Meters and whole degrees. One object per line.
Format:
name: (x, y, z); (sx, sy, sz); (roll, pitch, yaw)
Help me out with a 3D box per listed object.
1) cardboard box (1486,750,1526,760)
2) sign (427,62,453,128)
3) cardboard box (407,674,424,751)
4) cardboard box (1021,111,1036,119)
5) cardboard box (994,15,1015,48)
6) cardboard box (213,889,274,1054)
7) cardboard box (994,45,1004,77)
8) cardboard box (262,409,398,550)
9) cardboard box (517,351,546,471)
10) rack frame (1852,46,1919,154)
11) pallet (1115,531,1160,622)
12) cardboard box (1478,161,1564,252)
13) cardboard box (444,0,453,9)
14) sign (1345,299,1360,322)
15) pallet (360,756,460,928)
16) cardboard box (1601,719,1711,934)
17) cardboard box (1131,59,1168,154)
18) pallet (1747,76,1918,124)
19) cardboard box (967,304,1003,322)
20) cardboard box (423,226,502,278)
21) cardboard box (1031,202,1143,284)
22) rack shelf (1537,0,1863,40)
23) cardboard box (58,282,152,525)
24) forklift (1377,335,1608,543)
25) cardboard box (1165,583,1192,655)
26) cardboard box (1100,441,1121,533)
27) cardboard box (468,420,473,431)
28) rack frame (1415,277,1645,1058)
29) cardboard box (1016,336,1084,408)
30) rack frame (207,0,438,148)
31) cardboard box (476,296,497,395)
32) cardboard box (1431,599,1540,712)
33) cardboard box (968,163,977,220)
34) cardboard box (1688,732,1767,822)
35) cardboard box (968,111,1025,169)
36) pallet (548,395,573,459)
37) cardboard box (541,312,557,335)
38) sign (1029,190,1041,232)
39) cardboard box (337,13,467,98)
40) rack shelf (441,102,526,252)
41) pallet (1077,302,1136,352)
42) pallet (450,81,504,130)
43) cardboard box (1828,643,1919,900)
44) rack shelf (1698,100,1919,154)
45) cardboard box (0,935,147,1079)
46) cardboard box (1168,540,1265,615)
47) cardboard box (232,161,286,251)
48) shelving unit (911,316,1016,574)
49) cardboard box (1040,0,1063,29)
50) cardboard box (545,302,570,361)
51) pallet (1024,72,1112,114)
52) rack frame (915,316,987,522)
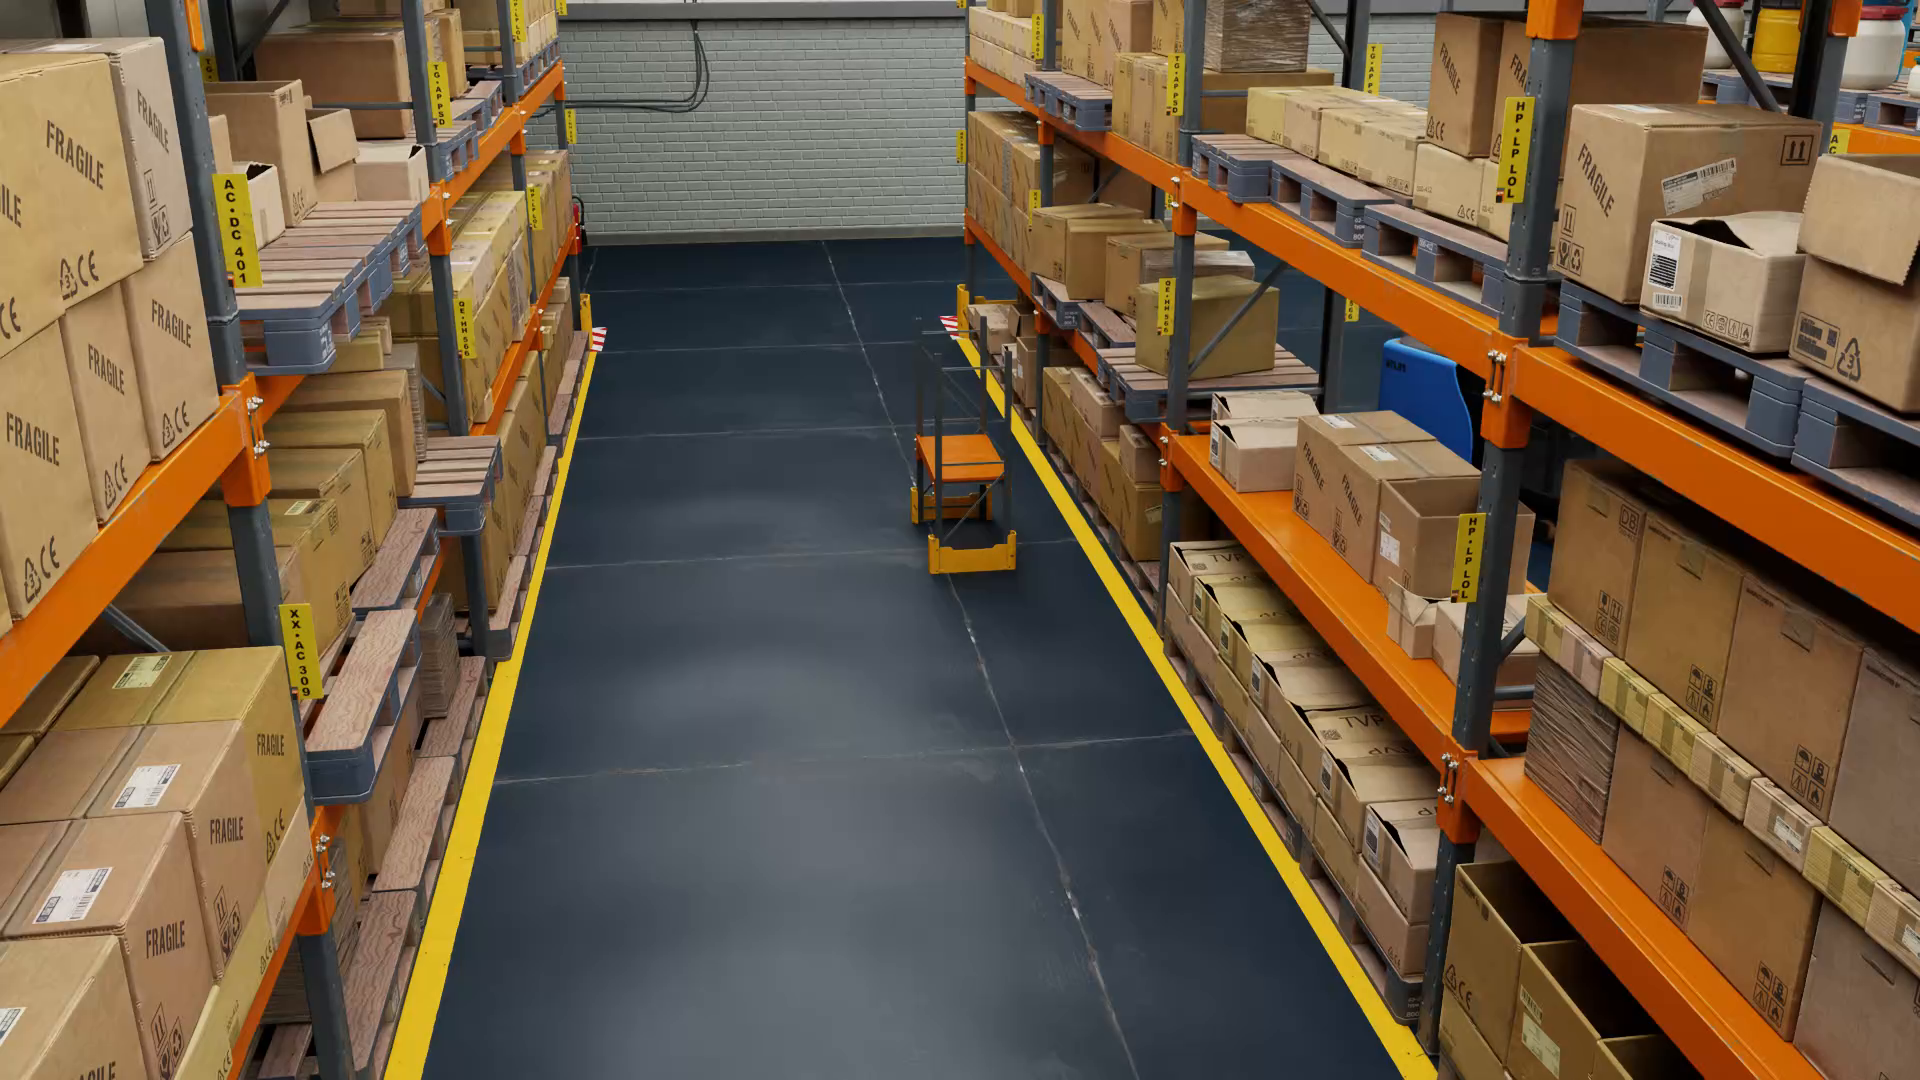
cardboard box: (2.405, 1.038, 7.179); (0.500, 0.311, 0.500); (-3, 21, -8)
sign: (-2.655, -2.270, 8.480); (0.100, 0.325, 0.005); (-3, 21, -8)
cardboard box: (-3.078, 0.800, 8.230); (0.700, 0.500, 0.500); (-3, 21, -8)
cardboard box: (0.892, -3.992, 16.544); (0.500, 0.500, 0.500); (-3, 21, -8)
cardboard box: (0.584, -4.475, 14.623); (0.500, 0.250, 0.500); (-3, 21, -8)
cardboard box: (-2.184, 1.172, 4.477); (0.500, 0.250, 0.500); (-3, 21, -8)
cardboard box: (0.589, -4.241, 14.712); (0.500, 0.250, 0.500); (-3, 21, -8)
cardboard box: (-2.913, -0.256, 7.343); (0.700, 0.500, 0.500); (-3, 21, -8)
cardboard box: (-3.547, -0.952, 12.449); (0.750, 0.750, 0.750); (-3, 21, -7)
rack frame: (10.359, -4.115, 18.446); (1.000, 3.000, 0.127); (-3, 21, -8)
pallet: (1.639, 0.199, 10.881); (1.003, 0.211, 1.213); (-3, 21, -8)
cardboard box: (2.206, -1.207, 5.988); (0.500, 0.250, 0.500); (-1, 20, -2)
cardboard box: (-4.101, -4.140, 12.627); (0.500, 0.500, 0.500); (-3, 21, -8)
sign: (2.257, -1.418, 9.571); (0.100, 0.325, 0.005); (-3, 21, -8)
pallet: (-2.909, 1.403, 7.658); (1.003, 0.211, 1.213); (-3, 21, -8)
cardboard box: (2.438, 0.827, 5.072); (0.700, 0.500, 0.500); (-3, 21, -8)
cardboard box: (1.539, -2.625, 10.026); (0.910, 0.500, 0.500); (-3, 21, -8)
pallet: (6.410, -3.138, 11.813); (1.003, 0.211, 1.213); (-3, 21, -8)
cardboard box: (0.276, -2.325, 17.099); (0.380, 0.149, 0.250); (-3, 21, -8)
cardboard box: (-3.237, -1.848, 10.708); (0.500, 0.250, 0.500); (-3, 21, -9)
cardboard box: (0.979, -2.300, 12.844); (0.700, 0.500, 0.500); (-10, 23, -26)
rack shelf: (2.574, -1.055, 3.280); (1.077, 0.370, 4.000); (-3, 21, -8)
cardboard box: (-2.238, -0.334, 3.864); (0.500, 0.500, 0.500); (-5, 21, -12)
forklift: (4.392, -1.535, 11.638); (1.130, 2.935, 3.031); (-11, 23, -27)
cardboard box: (1.494, 0.441, 9.578); (0.500, 0.250, 0.500); (-3, 21, -8)
cardboard box: (1.267, -0.373, 11.371); (0.500, 0.500, 0.500); (-4, 21, -10)
cardboard box: (-3.039, -0.701, 9.635); (0.380, 0.149, 0.250); (-3, 21, -7)
rack frame: (2.285, 0.538, 5.988); (1.000, 3.000, 0.127); (-3, 21, -8)
cardboard box: (0.769, -1.450, 14.254); (0.500, 0.500, 0.500); (-3, 21, -8)
rack frame: (-3.193, -3.406, 7.974); (1.000, 3.000, 0.127); (-3, 21, -8)
cardboard box: (-3.076, -1.154, 9.922); (0.500, 0.500, 0.500); (-2, 21, -6)
cardboard box: (2.171, 0.440, 6.465); (0.500, 0.250, 0.500); (-2, 21, -4)
cardboard box: (0.359, -3.496, 16.647); (0.500, 0.500, 0.500); (-2, 21, -7)
cardboard box: (2.281, 0.644, 4.635); (0.380, 0.149, 0.250); (-4, 21, -10)
cardboard box: (0.359, -3.965, 16.473); (0.500, 0.500, 0.500); (-2, 21, -6)
pallet: (-3.801, -0.941, 13.935); (1.003, 0.211, 1.213); (-3, 21, -8)
cardboard box: (-3.720, -1.883, 14.515); (0.380, 0.149, 0.250); (-4, 21, -9)
sign: (0.596, -2.607, 13.172); (0.100, 0.325, 0.005); (-3, 21, -8)
cardboard box: (-3.607, -3.139, 10.774); (0.700, 0.500, 0.500); (-3, 21, -9)
rack shelf: (-3.481, -2.356, 10.479); (1.077, 0.370, 4.000); (-3, 21, -8)
pallet: (1.424, -1.430, 11.532); (1.003, 0.211, 1.213); (-3, 21, -8)
pallet: (-3.588, -2.981, 11.397); (0.805, 0.209, 1.217); (-4, 21, -10)
cardboard box: (2.573, 0.558, 3.937); (0.700, 0.500, 0.500); (-3, 21, -8)
rack shelf: (6.323, -2.856, 11.816); (1.077, 0.370, 4.000); (-3, 21, -8)
cardboard box: (-2.027, 1.175, 3.398); (0.500, 0.500, 0.500); (-2, 21, -6)
cardboard box: (1.494, 0.178, 9.480); (0.500, 0.311, 0.500); (-2, 21, -6)
cardboard box: (-2.705, -1.177, 5.821); (0.500, 0.311, 0.500); (-2, 21, -6)
shelving unit: (0.011, -0.676, 11.383); (0.587, 1.500, 1.083); (-3, 21, -8)
cardboard box: (1.024, -4.318, 13.132); (0.700, 0.500, 0.500); (-3, 21, -8)
cardboard box: (-4.074, -1.981, 15.704); (0.700, 0.500, 0.500); (-3, 21, -8)
pallet: (1.157, -3.319, 12.298); (1.213, 0.211, 1.003); (-3, 21, -8)
rack frame: (-0.061, -0.849, 11.846); (0.500, 1.500, 0.032); (-3, 21, -8)
